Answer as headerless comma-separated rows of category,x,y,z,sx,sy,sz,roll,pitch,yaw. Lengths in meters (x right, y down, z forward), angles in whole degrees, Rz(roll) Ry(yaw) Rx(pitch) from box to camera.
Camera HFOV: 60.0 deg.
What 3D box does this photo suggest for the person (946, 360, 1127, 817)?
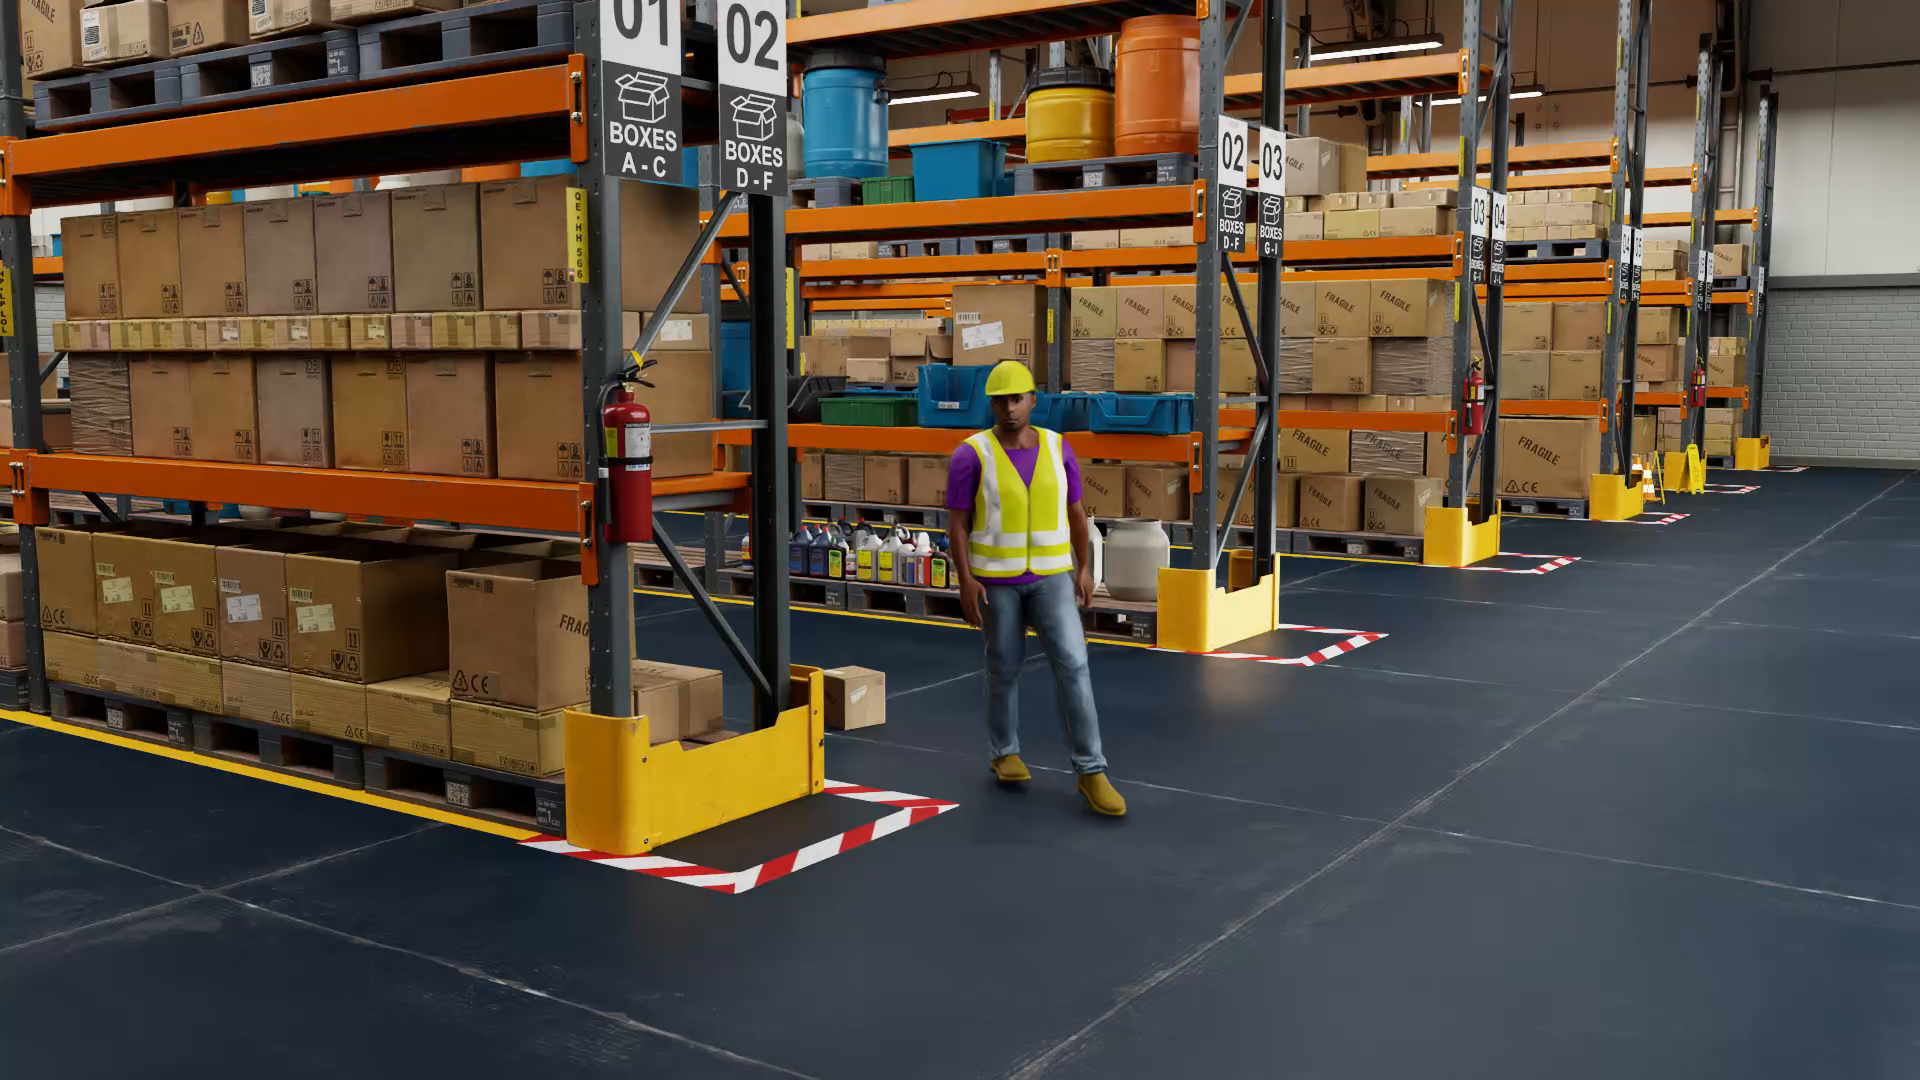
person,0.287,0.161,6.649,0.648,1.749,0.807,-1,6,-11
